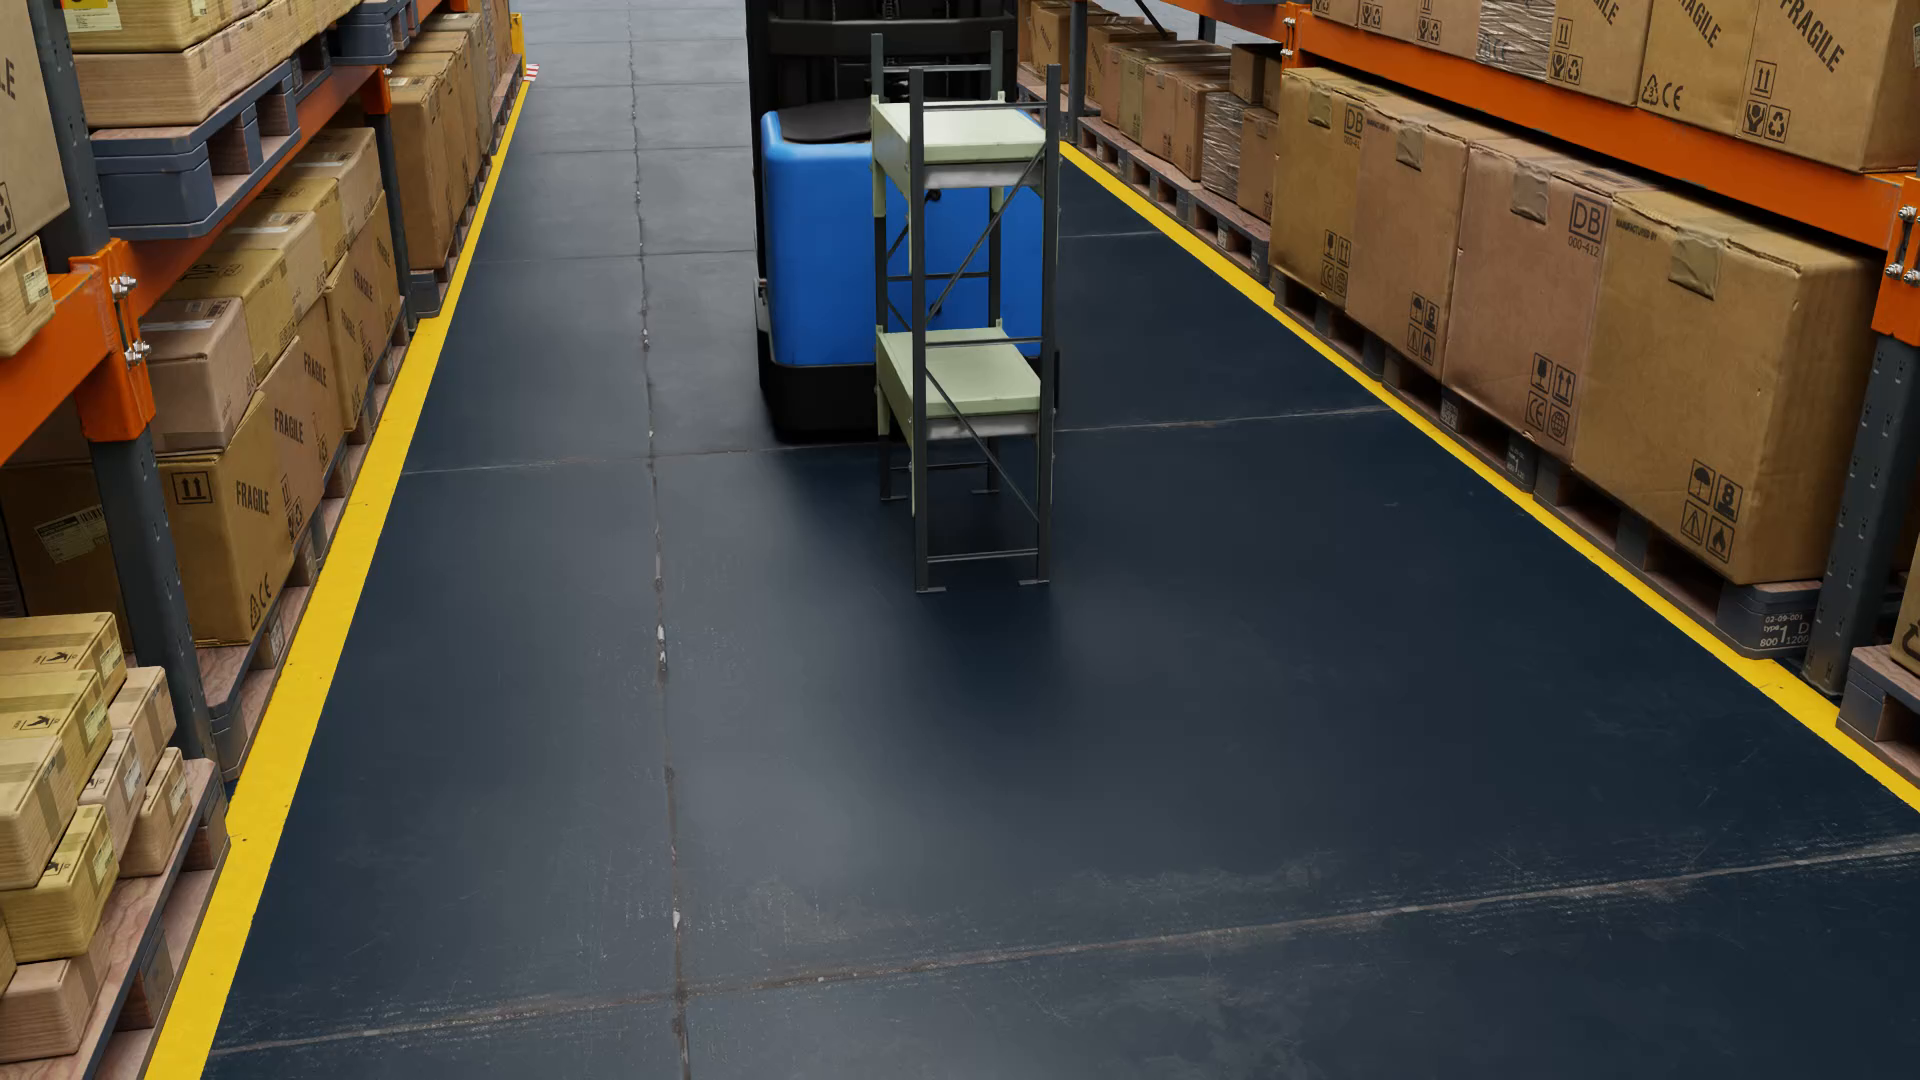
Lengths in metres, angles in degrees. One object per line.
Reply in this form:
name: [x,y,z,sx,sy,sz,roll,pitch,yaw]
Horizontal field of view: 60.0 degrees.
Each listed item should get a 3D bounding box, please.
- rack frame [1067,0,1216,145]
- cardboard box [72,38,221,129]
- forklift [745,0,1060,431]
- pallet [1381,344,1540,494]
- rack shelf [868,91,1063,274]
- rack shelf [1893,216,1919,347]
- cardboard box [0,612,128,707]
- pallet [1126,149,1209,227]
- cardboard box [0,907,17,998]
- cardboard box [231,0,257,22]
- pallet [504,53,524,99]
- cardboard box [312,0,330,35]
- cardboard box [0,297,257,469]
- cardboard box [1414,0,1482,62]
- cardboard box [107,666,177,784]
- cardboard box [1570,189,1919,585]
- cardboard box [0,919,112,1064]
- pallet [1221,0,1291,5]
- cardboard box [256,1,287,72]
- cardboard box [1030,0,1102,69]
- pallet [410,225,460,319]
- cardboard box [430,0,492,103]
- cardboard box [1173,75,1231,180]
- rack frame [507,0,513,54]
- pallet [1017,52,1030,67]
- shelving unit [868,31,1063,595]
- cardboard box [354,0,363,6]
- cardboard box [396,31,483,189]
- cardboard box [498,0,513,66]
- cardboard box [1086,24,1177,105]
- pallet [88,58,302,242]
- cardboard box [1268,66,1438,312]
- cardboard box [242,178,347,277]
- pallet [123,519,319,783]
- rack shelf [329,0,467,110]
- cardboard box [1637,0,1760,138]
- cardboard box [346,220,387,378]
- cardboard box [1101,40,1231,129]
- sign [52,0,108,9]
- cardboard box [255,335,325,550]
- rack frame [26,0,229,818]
rack frame: [1.250,-4.168,11.046,1.000,3.000,0.127,-4,24,-10]
cardboard box: [-1.785,-0.960,3.490,0.380,0.149,0.250,-5,24,-12]
forklift: [-0.345,-2.293,6.837,1.130,2.935,3.031,-3,24,-7]
pallet: [2.283,-0.522,6.182,1.003,0.211,1.213,-4,24,-10]
rack shelf: [-0.001,-1.048,4.800,0.431,0.370,0.720,-4,24,-10]
rack shelf: [3.099,0.095,2.184,1.077,0.370,4.000,-4,24,-10]
cardboard box: [-1.843,0.268,3.183,0.380,0.149,0.250,-4,24,-8]
pallet: [1.624,-2.103,9.802,1.003,0.211,1.213,-4,24,-10]
cardboard box: [-1.714,0.699,2.566,0.380,0.149,0.250,-4,24,-9]
cardboard box: [-1.883,-1.300,3.896,0.380,0.149,0.250,-4,24,-8]
pallet: [-4.158,-3.827,13.750,1.003,0.211,1.213,-4,24,-10]
cardboard box: [-2.075,-1.573,4.893,0.380,0.149,0.250,-5,24,-12]
cardboard box: [-2.041,-0.395,4.068,0.500,0.250,0.500,-5,24,-12]
cardboard box: [2.008,-2.025,6.015,0.500,0.500,0.500,-5,24,-11]
cardboard box: [-1.793,0.384,3.289,0.380,0.149,0.250,-4,24,-9]
cardboard box: [2.591,-0.490,4.755,1.225,0.875,0.875,-4,24,-10]
cardboard box: [-1.679,0.757,2.807,0.380,0.149,0.250,-5,24,-12]
pallet: [1.753,-2.779,8.105,1.213,0.211,1.003,-4,24,-10]
cardboard box: [-1.930,-1.266,4.191,0.380,0.149,0.250,-4,24,-9]
cardboard box: [0.850,-4.061,13.400,0.500,0.500,0.500,-2,24,-5]
pallet: [-2.976,-1.305,7.975,1.003,0.211,1.213,-4,24,-10]
cardboard box: [-3.691,-3.312,11.216,0.875,0.875,0.875,-4,24,-9]
cardboard box: [1.619,-2.353,9.462,0.700,0.500,0.500,-2,24,-5]
rack frame: [-4.383,-5.414,13.899,1.000,3.000,0.127,-4,24,-10]
pallet: [0.640,-4.112,14.400,1.003,0.211,1.213,-4,24,-10]
shelving unit: [-0.001,-0.690,4.956,0.431,1.500,0.755,-4,24,-10]
cardboard box: [-2.226,-1.887,5.613,0.380,0.149,0.250,-5,24,-10]
cardboard box: [-3.266,-2.385,9.249,1.050,0.750,0.750,-4,24,-10]
cardboard box: [-4.193,-4.371,13.640,0.875,0.875,0.875,-4,24,-9]
cardboard box: [1.215,-3.375,11.829,0.500,0.500,0.500,-5,24,-11]
pallet: [-2.163,-0.918,3.843,1.003,0.211,1.213,-4,24,-10]
cardboard box: [2.096,-1.541,7.159,1.225,0.875,0.875,-5,24,-12]
cardboard box: [-2.337,-1.009,5.475,0.500,0.250,0.500,-4,24,-9]
pallet: [-2.310,0.278,4.350,1.003,0.211,1.213,-4,24,-10]
rack shelf: [-3.274,-2.724,8.639,1.077,0.370,4.000,-4,24,-10]
cardboard box: [2.289,-1.426,4.643,0.500,0.500,0.500,-4,24,-8]
cardboard box: [-2.433,-0.870,6.093,0.500,0.500,0.500,-3,24,-8]
cardboard box: [1.342,-2.981,10.901,0.700,0.500,0.500,-6,24,-14]
sign: [-1.632,-1.134,3.017,0.100,0.325,0.005,-4,24,-10]
cardboard box: [-2.140,-0.259,4.694,0.500,0.500,0.500,-3,24,-7]
rack frame: [-2.164,-0.694,3.091,1.000,3.000,0.127,-4,24,-10]
